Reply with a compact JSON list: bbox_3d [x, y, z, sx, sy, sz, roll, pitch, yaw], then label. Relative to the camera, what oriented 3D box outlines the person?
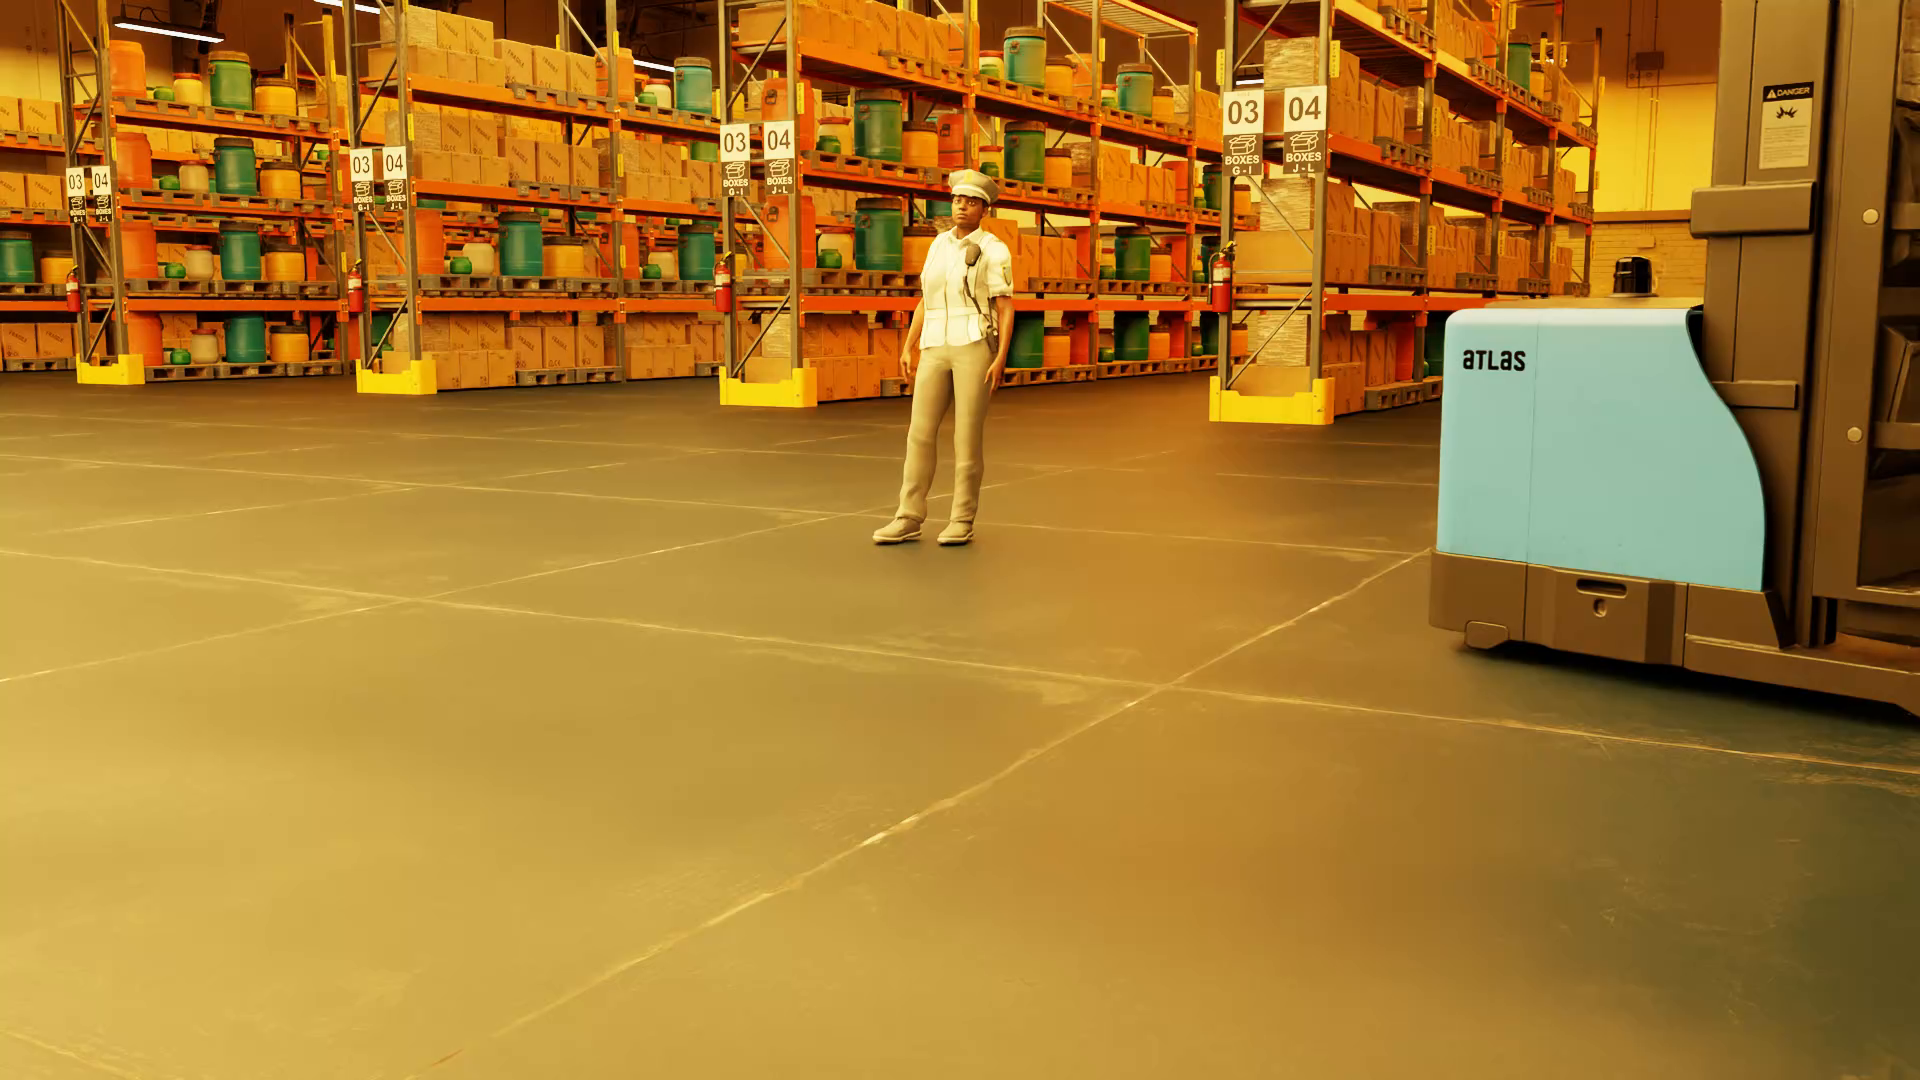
[{"bbox_3d":[-0.054,-0.838,7.642,0.569,1.693,0.528,4,9,29],"label":"person"}]

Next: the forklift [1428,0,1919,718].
[{"bbox_3d":[2.858,-1.003,4.360,1.130,2.935,3.031,-7,10,-41],"label":"forklift"}]
